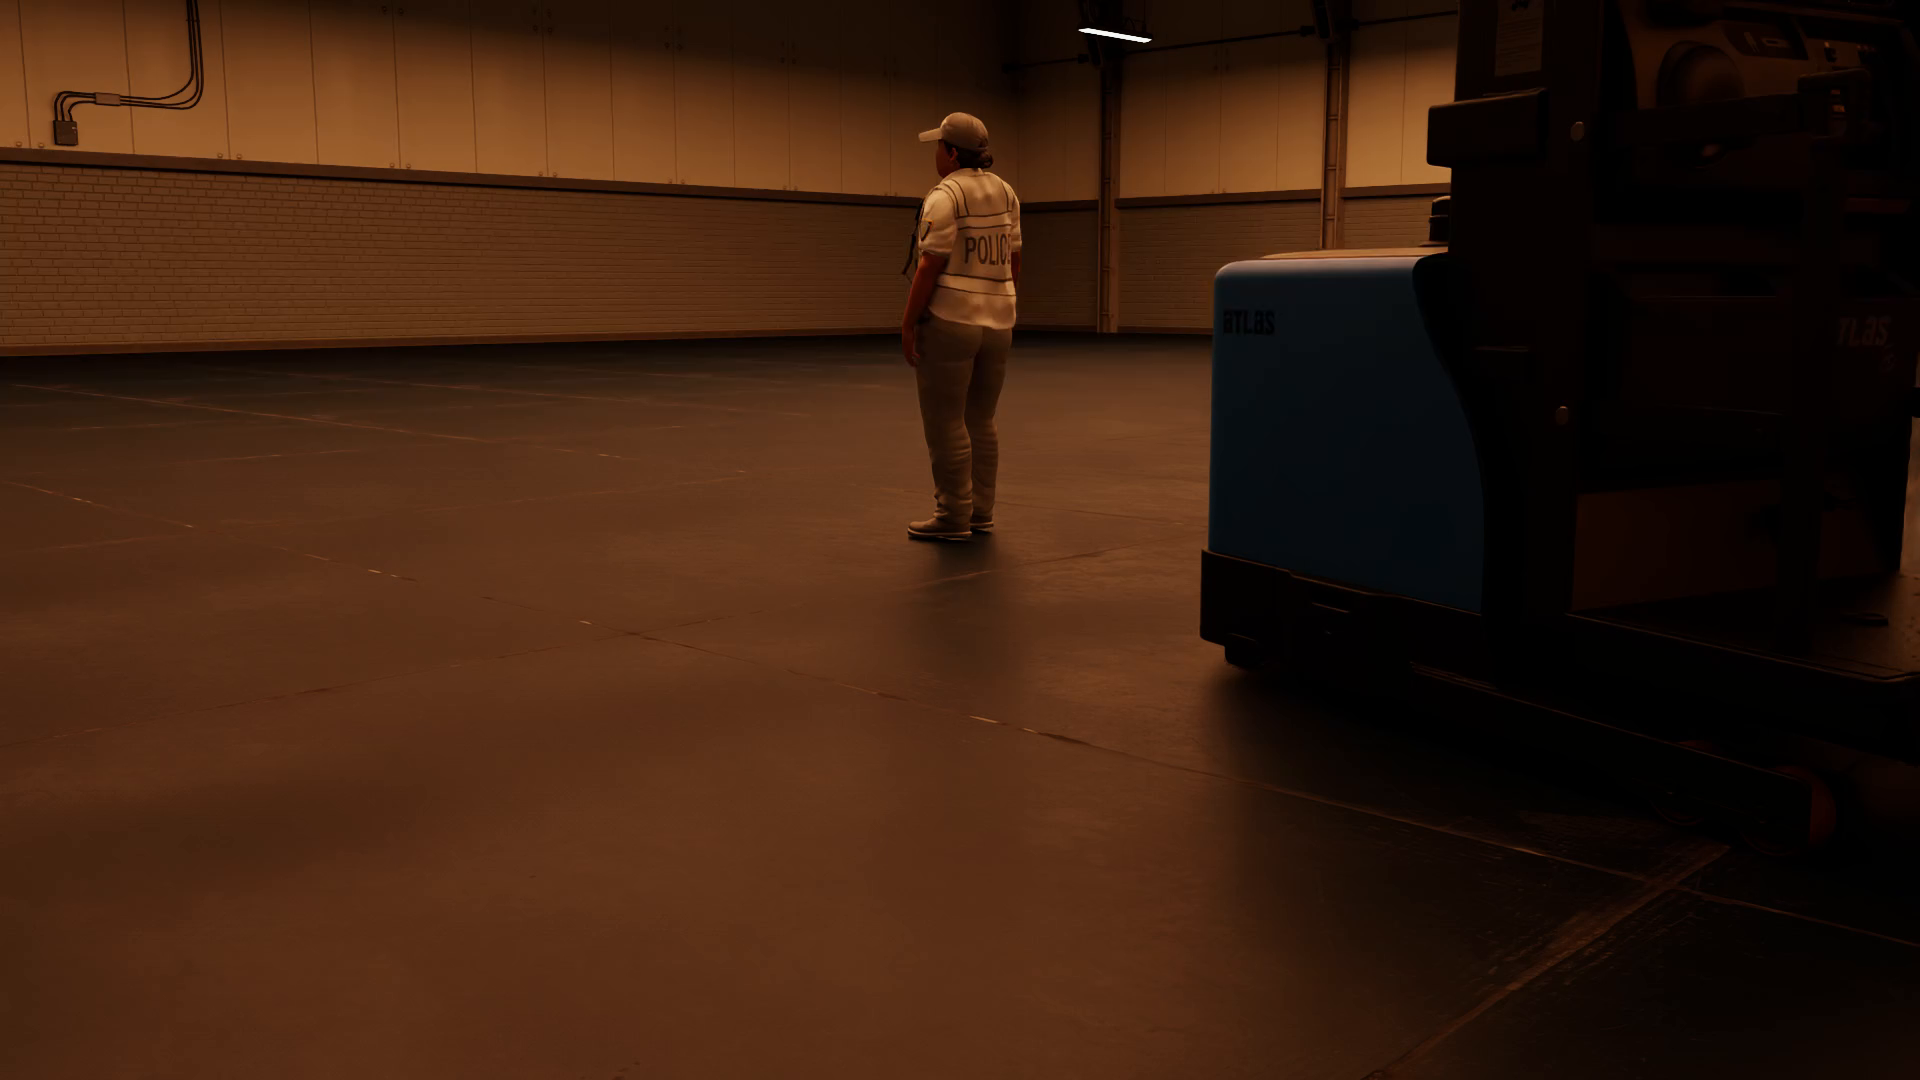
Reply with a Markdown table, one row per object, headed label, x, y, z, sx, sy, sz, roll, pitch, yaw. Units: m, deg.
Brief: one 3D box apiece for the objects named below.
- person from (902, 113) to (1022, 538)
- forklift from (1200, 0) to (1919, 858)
| label | x | y | z | sx | sy | sz | roll | pitch | yaw |
| --- | --- | --- | --- | --- | --- | --- | --- | --- | --- |
| person | -0.040 | -0.842 | 6.661 | 0.529 | 1.670 | 0.599 | 8 | 12 | 43 |
| forklift | 1.784 | -0.959 | 3.244 | 1.130 | 2.935 | 3.031 | -5 | 10 | -28 |
